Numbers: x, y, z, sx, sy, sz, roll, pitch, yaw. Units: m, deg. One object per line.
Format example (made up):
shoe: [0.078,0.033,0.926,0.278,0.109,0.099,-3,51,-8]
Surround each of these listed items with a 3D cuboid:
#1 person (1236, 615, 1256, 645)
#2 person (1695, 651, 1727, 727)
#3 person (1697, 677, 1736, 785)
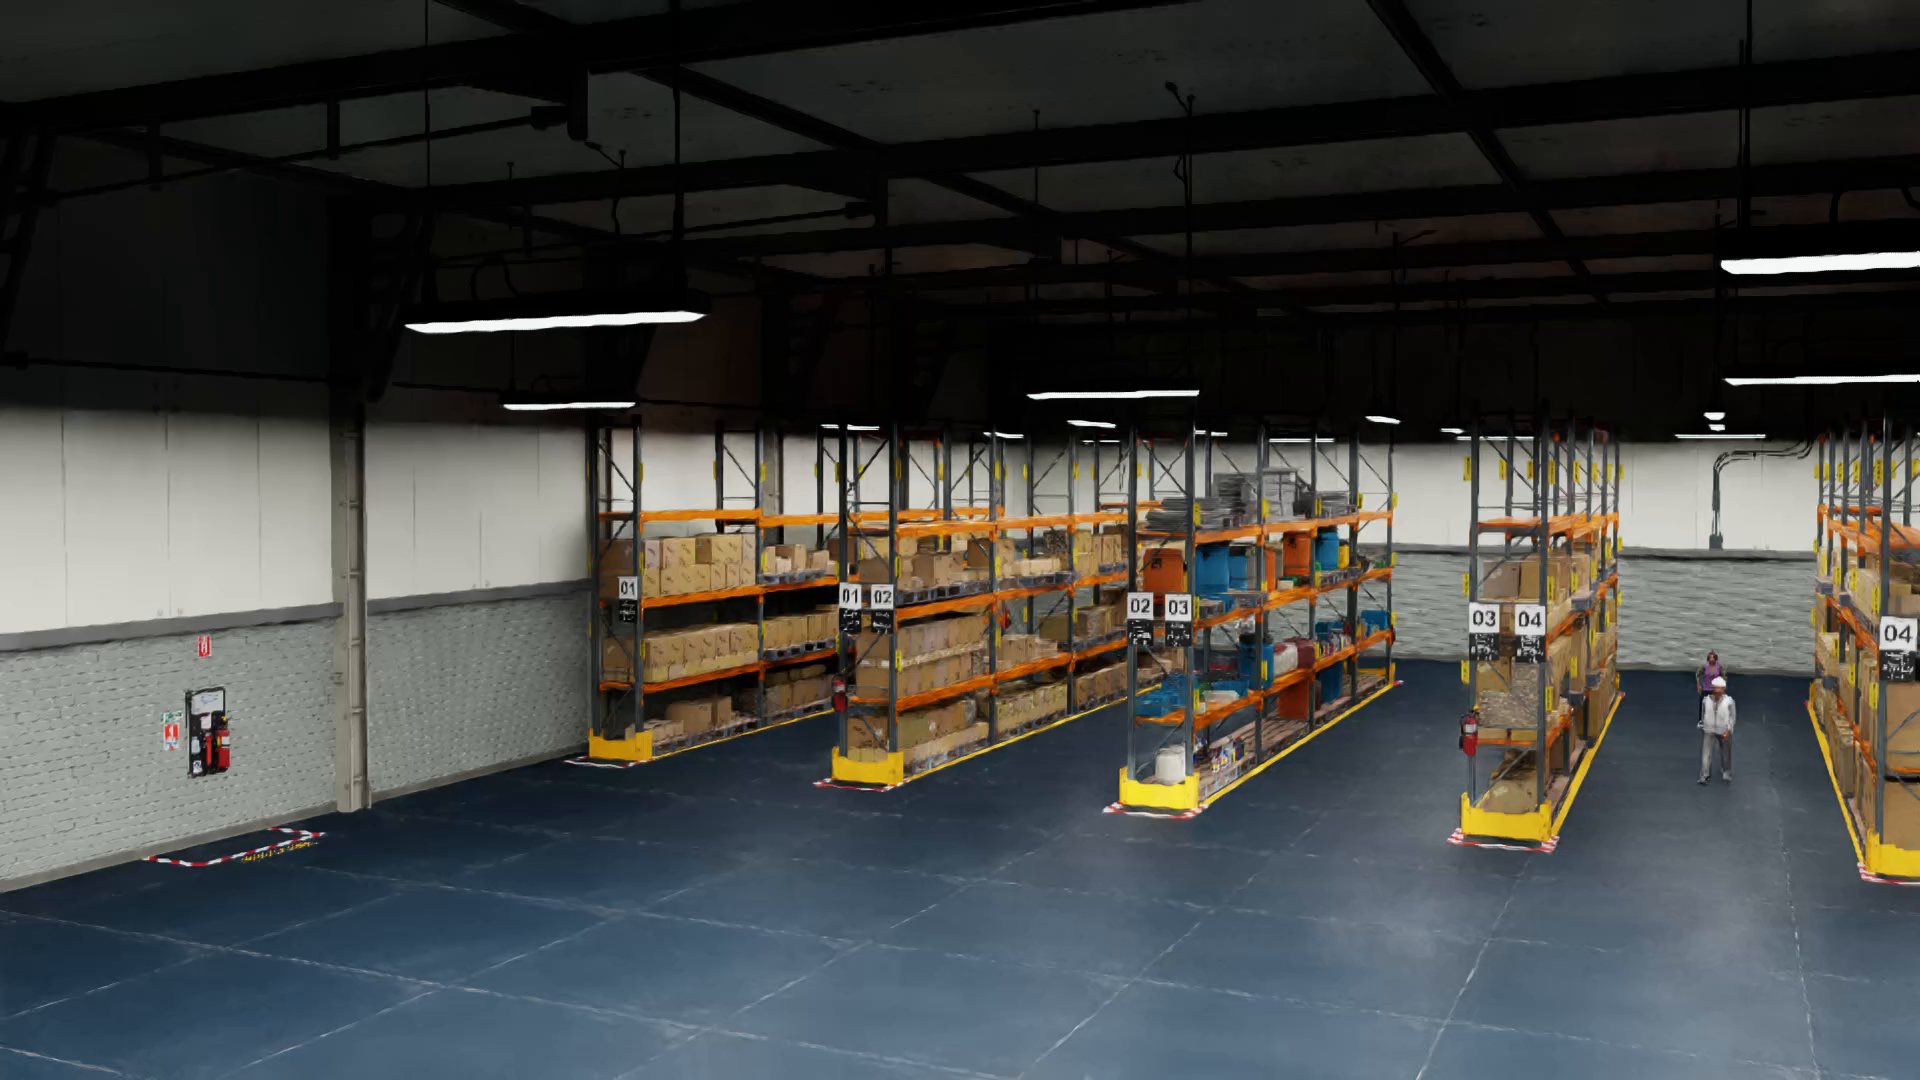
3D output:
person: [7.334,2.488,42.591,0.566,1.541,0.519,1,3,22]
person: [14.583,2.909,32.291,0.566,1.541,0.519,1,3,22]
person: [12.122,3.041,26.583,0.539,1.715,1.031,2,3,33]
